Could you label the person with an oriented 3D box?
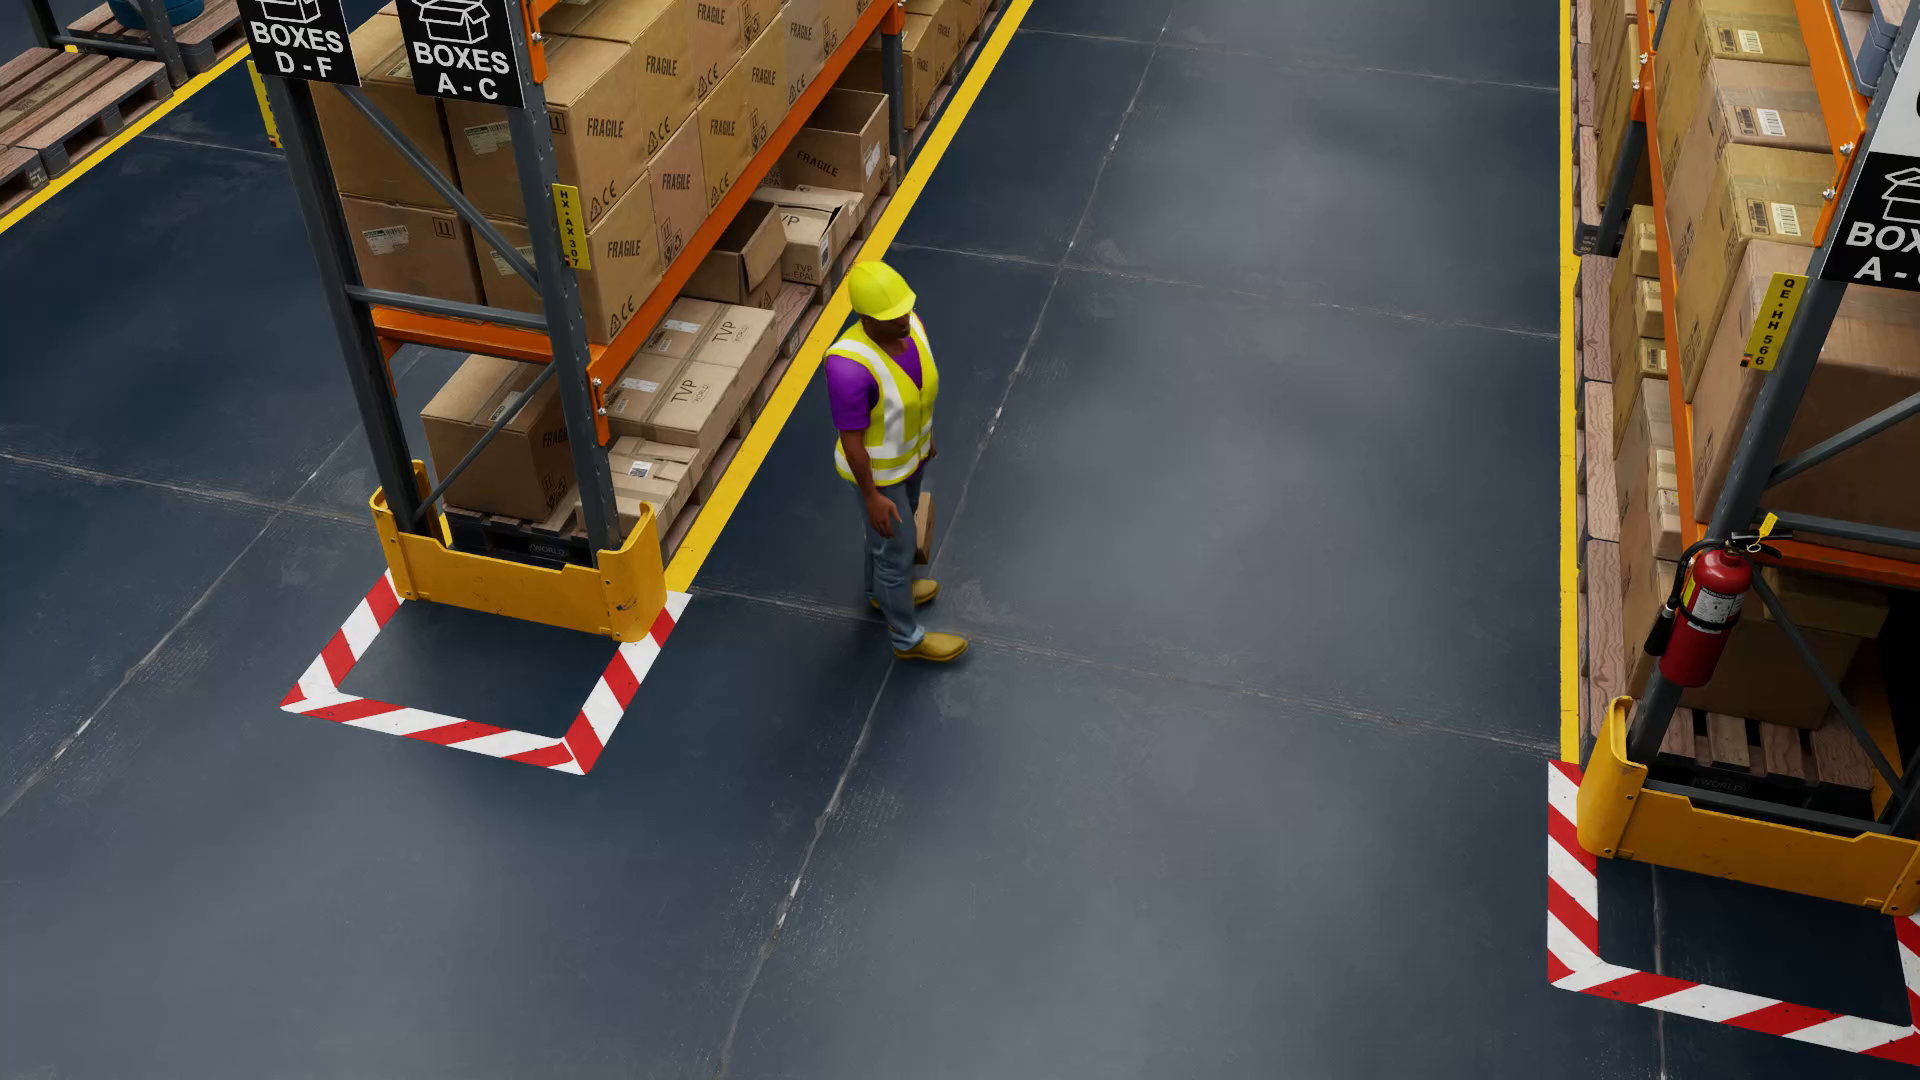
[{"bbox_3d":[-0.191,-0.286,6.433,0.539,1.766,0.624,16,43,18],"label":"person"}]
